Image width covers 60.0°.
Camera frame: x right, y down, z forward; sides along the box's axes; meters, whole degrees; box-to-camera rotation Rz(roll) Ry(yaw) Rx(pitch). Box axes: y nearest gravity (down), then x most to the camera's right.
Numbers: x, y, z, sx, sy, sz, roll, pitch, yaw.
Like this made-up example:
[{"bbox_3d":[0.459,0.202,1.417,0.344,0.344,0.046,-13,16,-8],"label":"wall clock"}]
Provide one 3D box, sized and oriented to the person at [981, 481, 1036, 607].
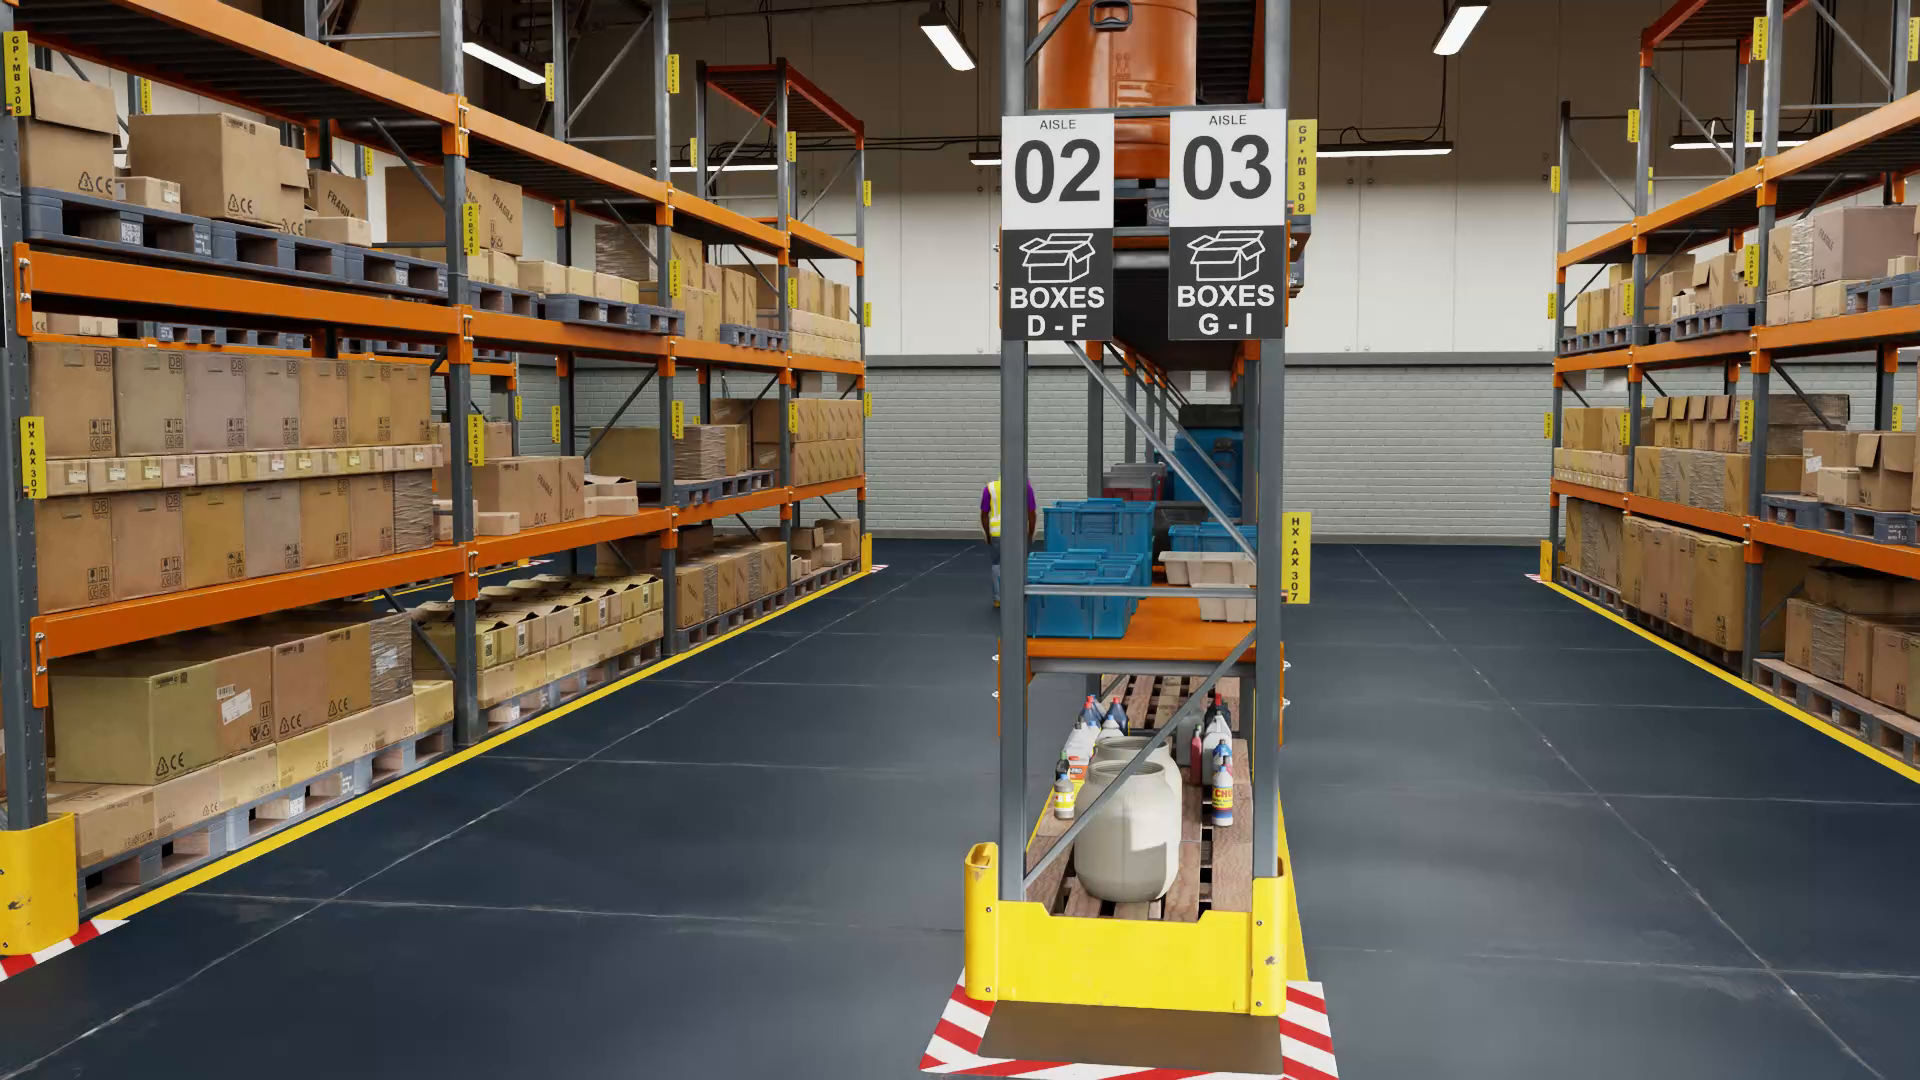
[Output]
[{"bbox_3d":[12.227,-3.862,19.512,23.245,9.003,7.215,1,4,9],"label":"person"}]
